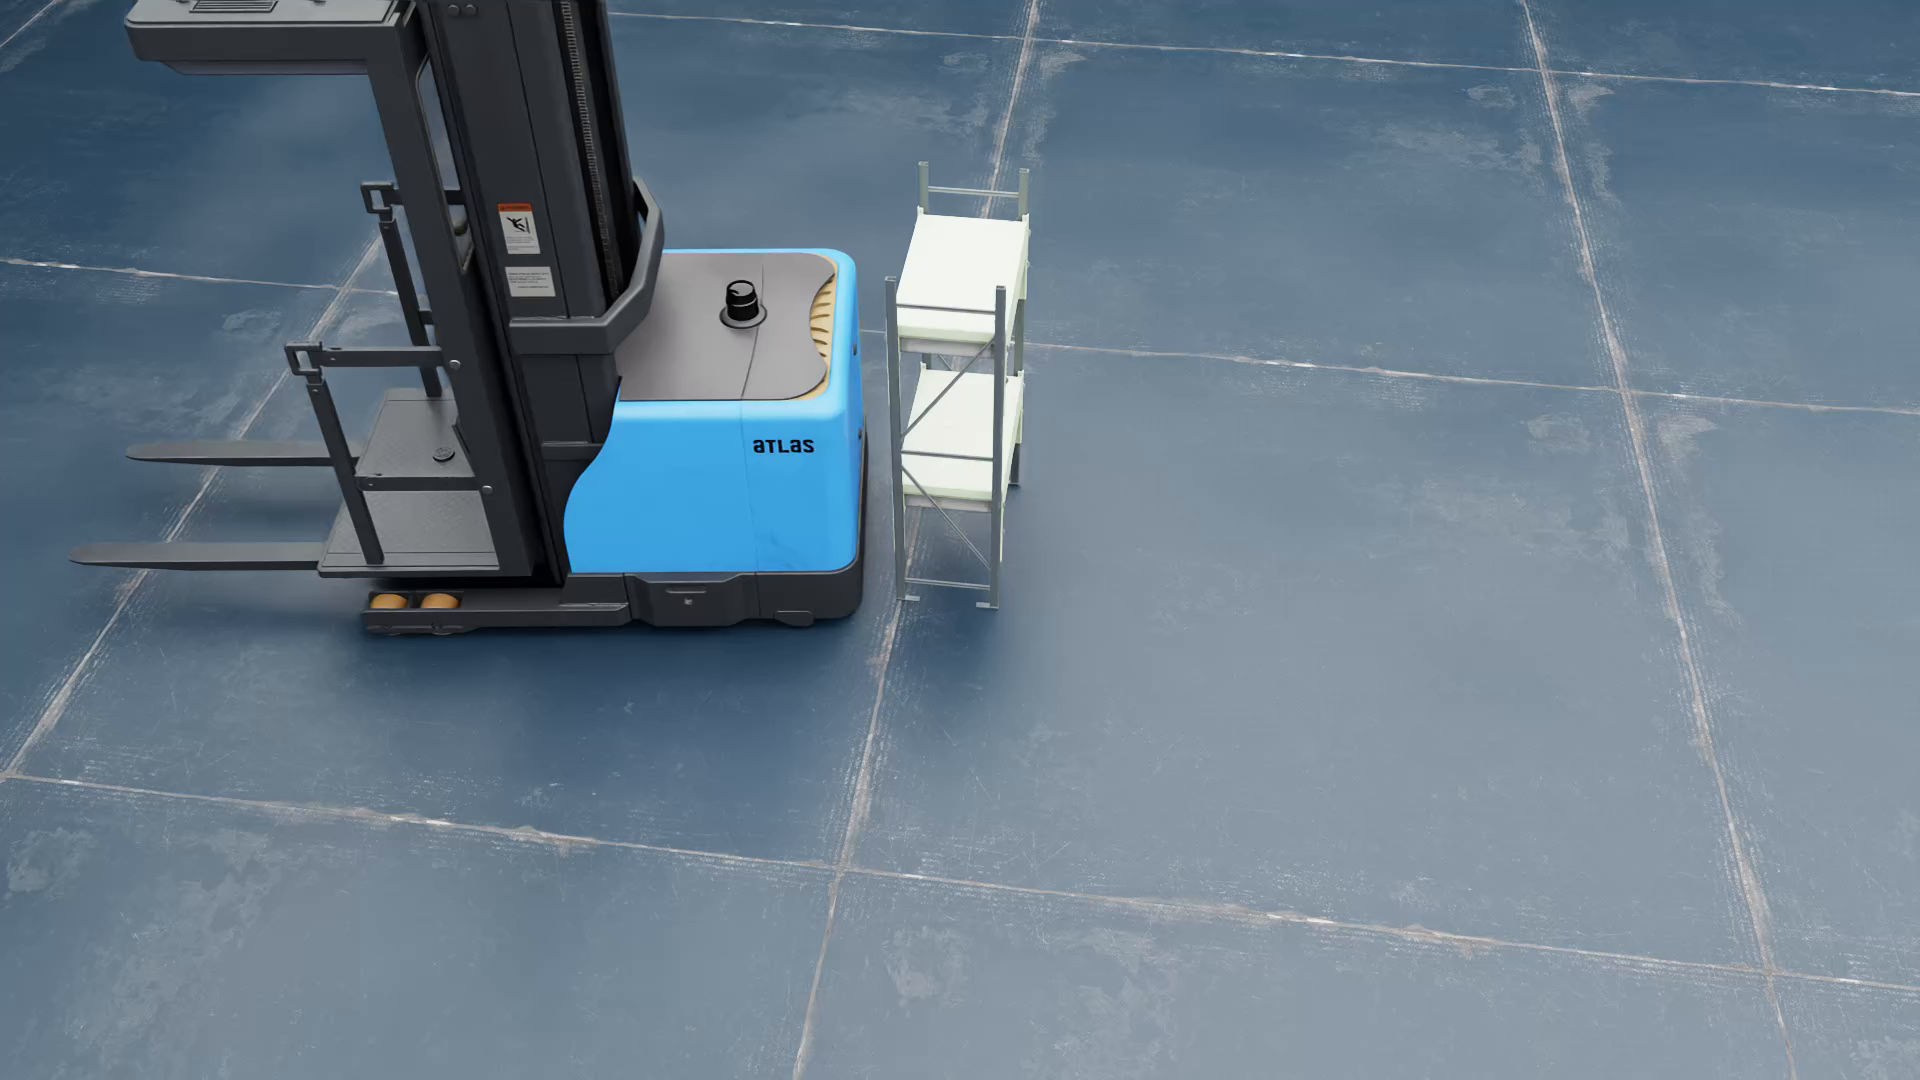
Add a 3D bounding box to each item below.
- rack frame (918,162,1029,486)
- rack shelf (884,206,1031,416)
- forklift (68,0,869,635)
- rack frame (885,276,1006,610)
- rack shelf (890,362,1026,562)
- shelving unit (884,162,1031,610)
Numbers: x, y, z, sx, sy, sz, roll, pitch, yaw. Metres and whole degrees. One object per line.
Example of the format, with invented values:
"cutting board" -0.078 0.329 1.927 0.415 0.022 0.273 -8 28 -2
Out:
"rack frame" 0.049 -0.799 6.503 0.400 1.500 0.023 5 44 6
"rack shelf" 0.001 -0.833 5.971 0.431 0.370 0.720 5 44 6
"forklift" -1.897 -1.066 5.744 3.031 2.935 1.130 0 43 0
"rack frame" -0.048 -0.300 5.976 0.400 1.500 0.023 5 44 6
"rack shelf" 0.001 -0.312 6.463 0.431 0.370 0.720 5 44 6
"shelving unit" 0.001 -0.549 6.239 0.431 1.500 0.755 5 44 6
